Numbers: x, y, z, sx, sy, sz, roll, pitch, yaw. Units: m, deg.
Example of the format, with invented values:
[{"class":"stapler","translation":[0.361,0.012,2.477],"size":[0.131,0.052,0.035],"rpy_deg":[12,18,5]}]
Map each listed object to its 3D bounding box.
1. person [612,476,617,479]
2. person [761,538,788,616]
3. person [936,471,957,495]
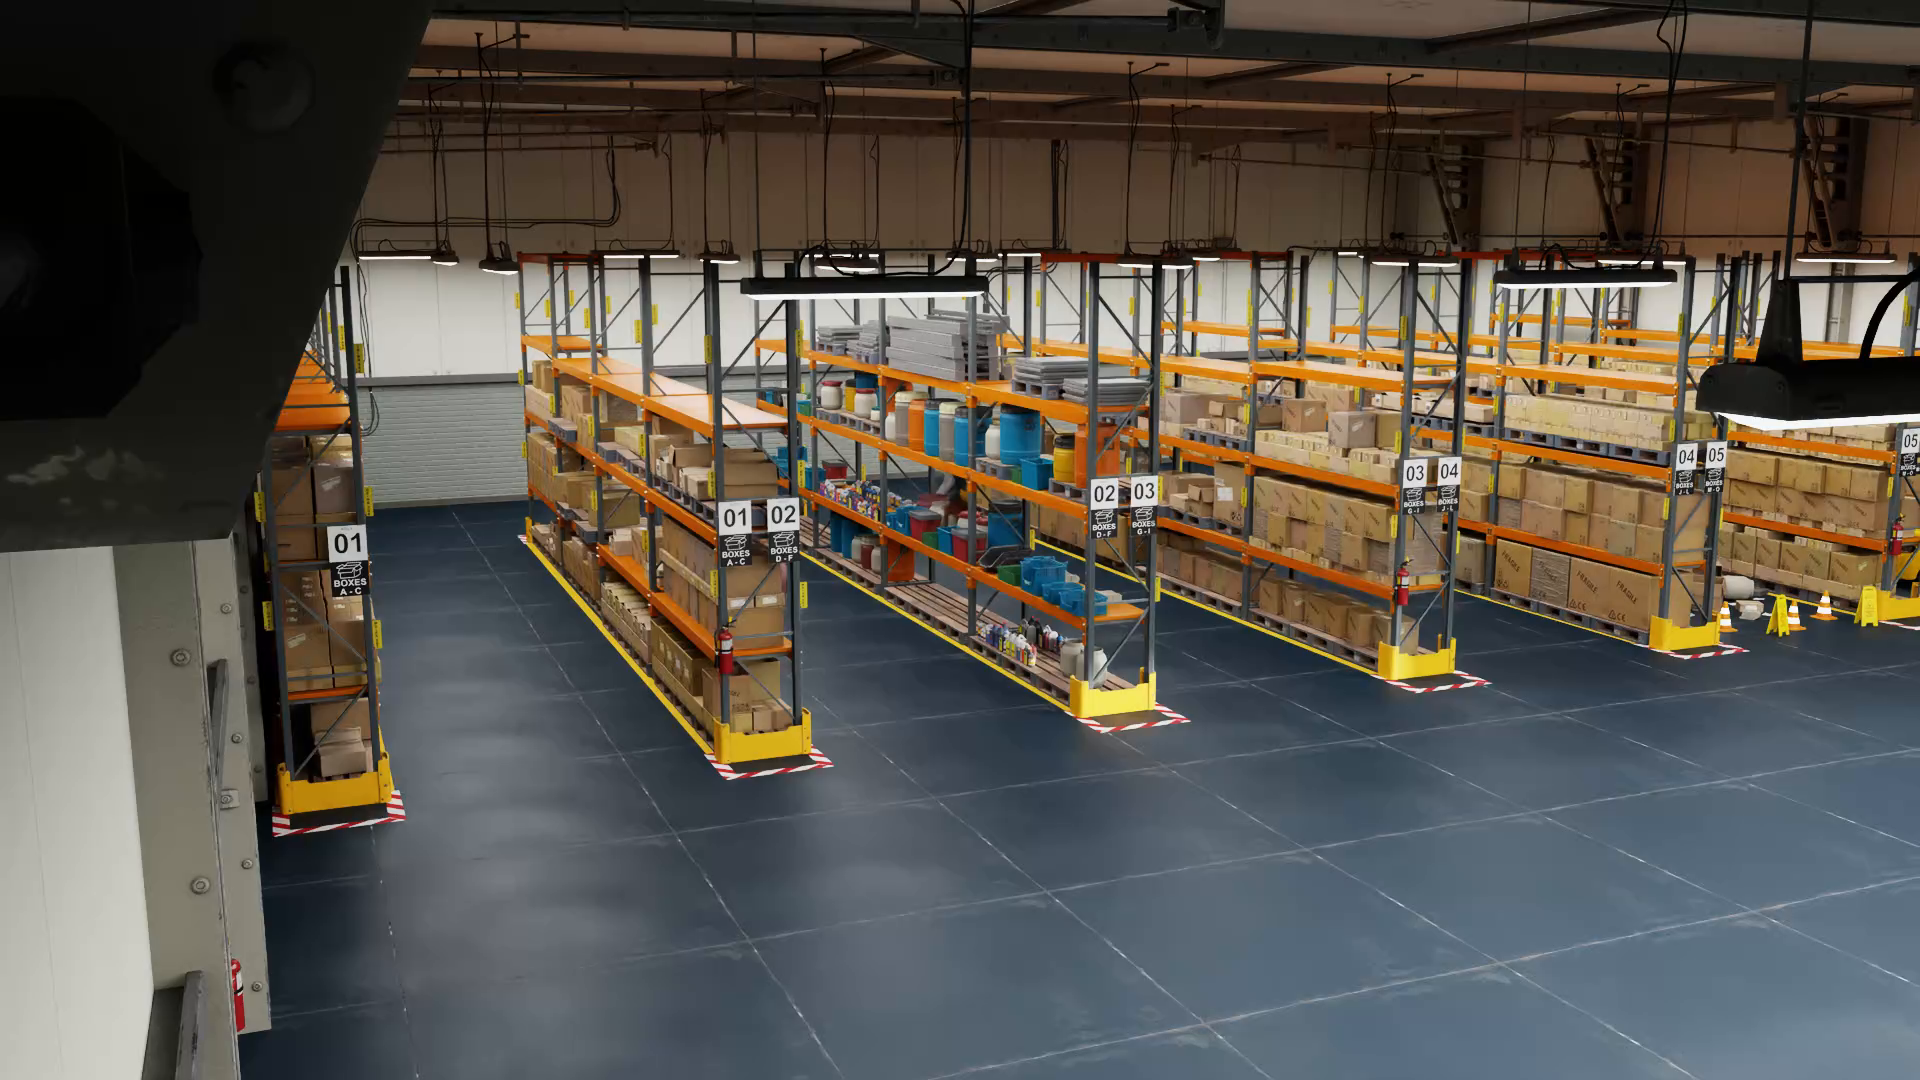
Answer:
[{"class":"person","translation":[-7.334,-1.005,35.837],"size":[0.577,1.743,0.831],"rpy_deg":[-10,14,-44]},{"class":"person","translation":[-3.016,0.335,27.067],"size":[0.525,1.767,0.774],"rpy_deg":[-5,12,-26]},{"class":"person","translation":[-0.297,-1.732,39.866],"size":[0.607,1.780,0.742],"rpy_deg":[2,11,11]}]
